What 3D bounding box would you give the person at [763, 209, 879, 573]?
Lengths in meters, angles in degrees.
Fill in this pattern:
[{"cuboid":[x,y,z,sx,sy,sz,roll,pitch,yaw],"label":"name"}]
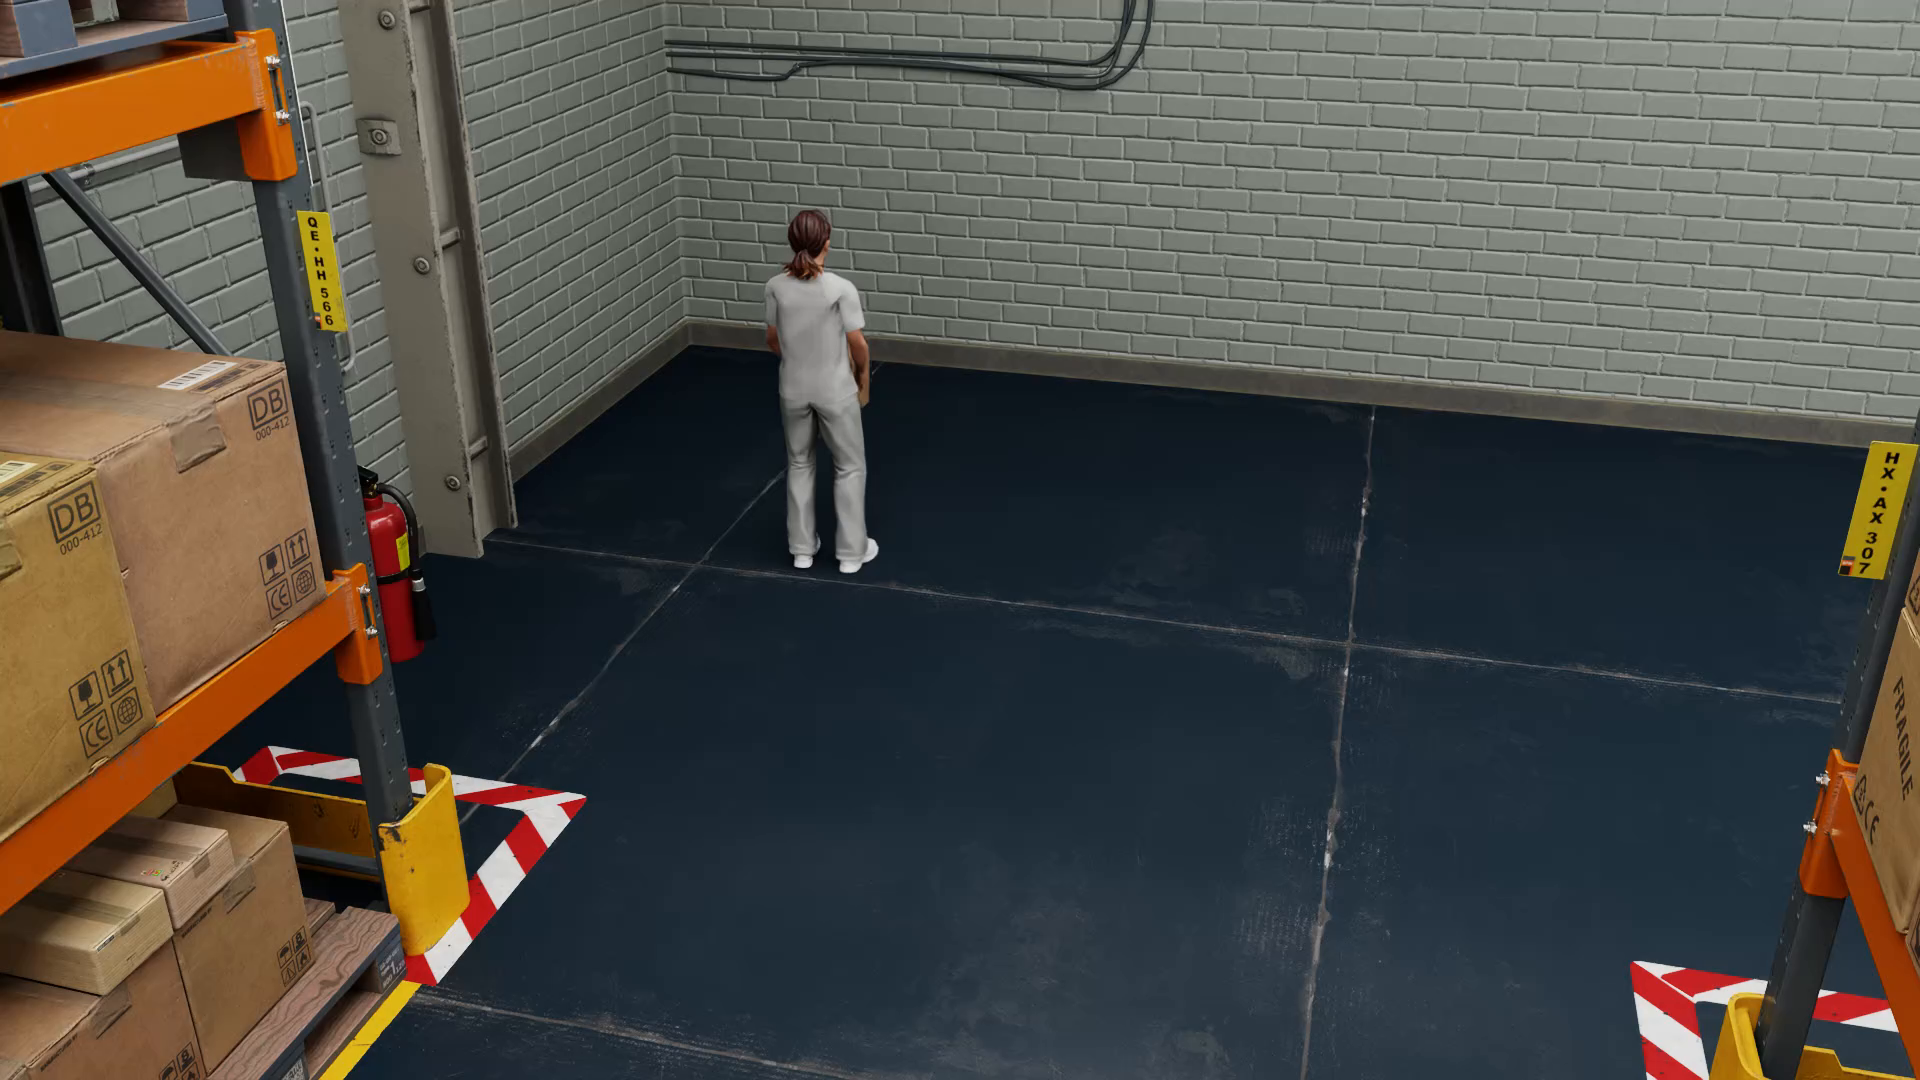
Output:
[{"cuboid":[-0.629,-0.670,7.518,0.466,1.675,0.413,6,26,12],"label":"person"}]
